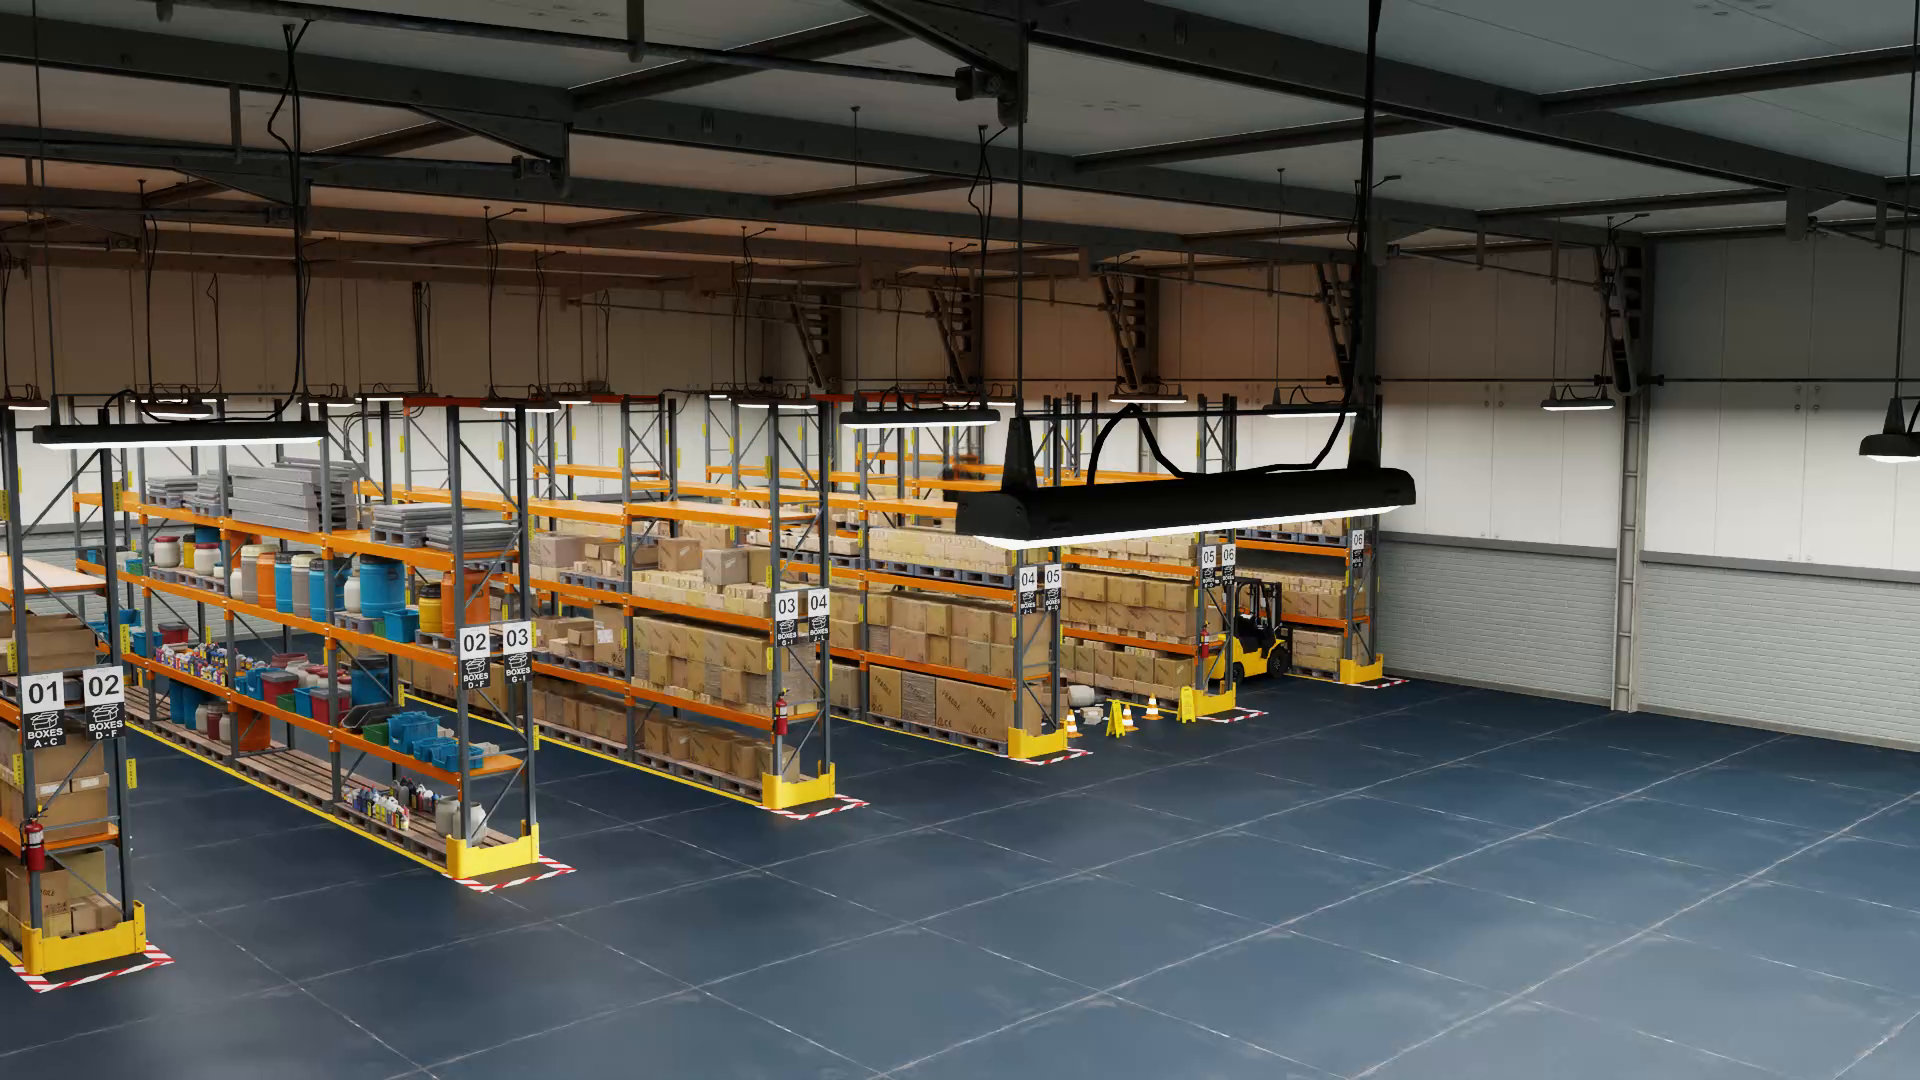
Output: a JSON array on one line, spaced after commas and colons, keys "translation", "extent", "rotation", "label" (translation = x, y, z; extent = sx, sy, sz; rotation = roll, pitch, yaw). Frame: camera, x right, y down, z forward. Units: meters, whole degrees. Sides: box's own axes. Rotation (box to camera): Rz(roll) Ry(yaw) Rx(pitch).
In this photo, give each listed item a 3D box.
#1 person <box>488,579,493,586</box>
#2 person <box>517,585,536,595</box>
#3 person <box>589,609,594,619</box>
[{"translation": [-11.040, 1.754, 38.577], "extent": [0.784, 1.753, 0.786], "rotation": [0, 6, -2], "label": "person"}, {"translation": [-10.624, 1.555, 40.552], "extent": [0.514, 1.591, 0.775], "rotation": [-5, 7, -41], "label": "person"}, {"translation": [-8.936, 1.601, 40.916], "extent": [0.618, 1.598, 0.543], "rotation": [1, 6, 12], "label": "person"}]
